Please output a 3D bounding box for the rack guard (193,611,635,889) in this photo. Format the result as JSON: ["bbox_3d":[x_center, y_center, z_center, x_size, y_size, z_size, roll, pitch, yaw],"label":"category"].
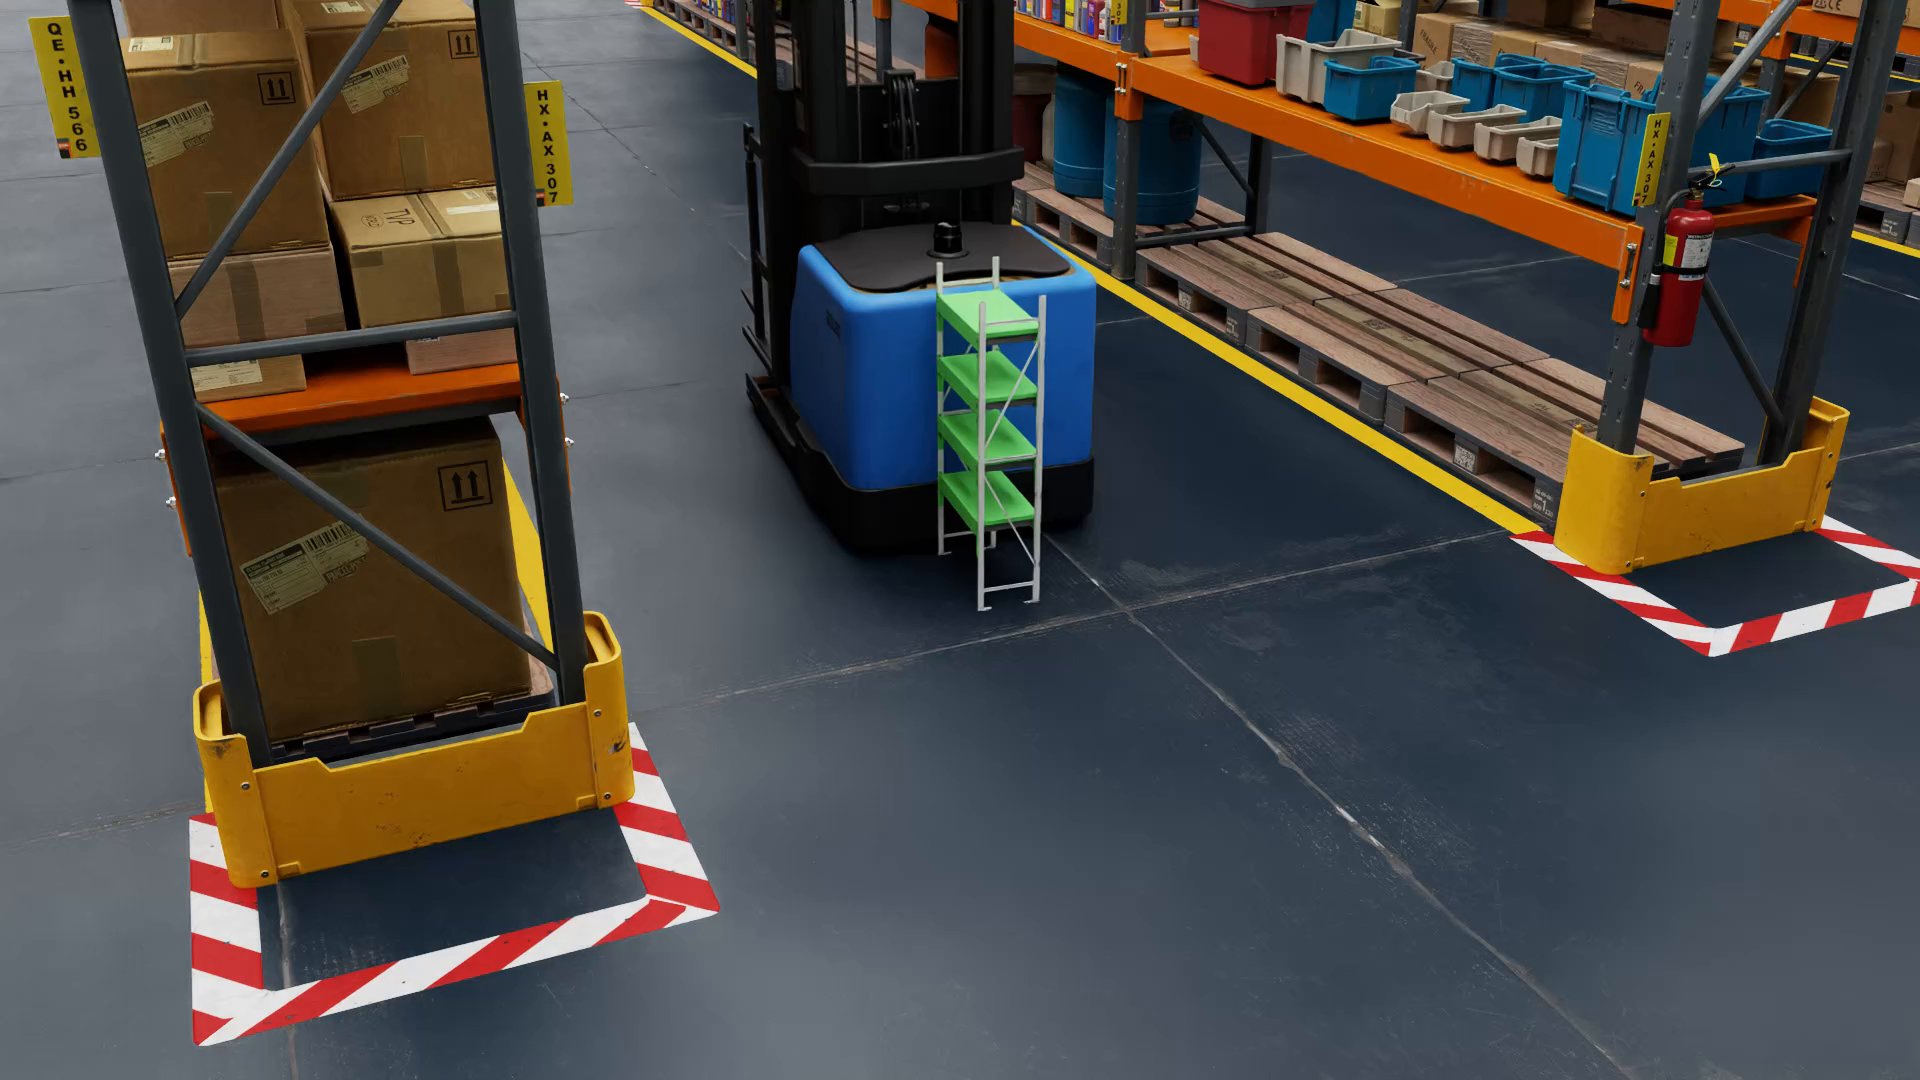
[{"bbox_3d":[-1.591,0.606,4.940,1.175,0.500,0.348,-11,28,-21],"label":"rack guard"}]

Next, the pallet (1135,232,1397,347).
[{"bbox_3d":[1.715,-1.450,9.479,1.003,0.211,1.213,-11,28,-21],"label":"pallet"}]

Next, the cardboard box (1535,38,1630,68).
[{"bbox_3d":[4.910,-3.675,13.207,0.500,0.500,0.500,-12,28,-22],"label":"cardboard box"}]

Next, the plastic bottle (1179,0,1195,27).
[{"bbox_3d":[1.417,-3.337,10.308,0.152,0.276,0.135,-11,28,-21],"label":"plastic bottle"}]

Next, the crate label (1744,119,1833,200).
[{"bbox_3d":[3.164,-1.486,6.498,0.416,0.233,0.303,-11,28,-21],"label":"crate label"}]

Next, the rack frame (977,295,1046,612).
[{"bbox_3d":[0.181,-0.290,5.977,0.240,1.200,0.015,-8,27,-16],"label":"rack frame"}]

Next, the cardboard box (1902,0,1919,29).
[{"bbox_3d":[6.102,-3.429,10.240,0.500,0.500,0.500,-10,28,-20],"label":"cardboard box"}]

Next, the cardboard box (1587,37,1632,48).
[{"bbox_3d":[5.379,-3.775,13.410,0.500,0.500,0.500,-12,28,-23],"label":"cardboard box"}]

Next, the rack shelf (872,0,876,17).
[{"bbox_3d":[-0.959,-5.092,14.580,1.077,0.370,4.000,-11,28,-21],"label":"rack shelf"}]

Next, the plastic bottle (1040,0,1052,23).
[{"bbox_3d":[0.599,-3.392,10.420,0.152,0.276,0.135,-11,28,-21],"label":"plastic bottle"}]

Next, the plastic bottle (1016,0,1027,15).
[{"bbox_3d":[0.455,-3.540,10.723,0.152,0.276,0.135,-11,28,-21],"label":"plastic bottle"}]

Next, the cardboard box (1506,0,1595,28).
[{"bbox_3d":[4.992,-4.510,14.060,0.500,0.250,0.500,-9,28,-19],"label":"cardboard box"}]

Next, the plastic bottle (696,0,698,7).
[{"bbox_3d":[-2.845,-5.950,18.206,0.097,0.201,0.097,0,26,0],"label":"plastic bottle"}]

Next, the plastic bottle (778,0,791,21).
[{"bbox_3d":[-1.809,-5.602,17.323,0.144,0.351,0.185,-11,28,-21],"label":"plastic bottle"}]

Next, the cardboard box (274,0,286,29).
[{"bbox_3d":[-2.548,-2.203,6.820,0.500,0.500,0.500,-10,28,-20],"label":"cardboard box"}]

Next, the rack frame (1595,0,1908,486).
[{"bbox_3d":[2.957,-1.378,6.154,1.000,3.000,0.127,-11,28,-21],"label":"rack frame"}]

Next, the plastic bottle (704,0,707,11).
[{"bbox_3d":[-2.712,-5.845,17.911,0.097,0.271,0.097,0,26,0],"label":"plastic bottle"}]

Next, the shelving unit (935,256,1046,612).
[{"bbox_3d":[0.105,-0.392,6.186,0.258,1.200,0.503,-8,27,-16],"label":"shelving unit"}]

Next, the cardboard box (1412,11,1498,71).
[{"bbox_3d":[4.299,-4.299,14.484,0.500,0.500,0.500,-9,28,-18],"label":"cardboard box"}]

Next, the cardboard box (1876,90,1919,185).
[{"bbox_3d":[6.434,-2.736,11.282,0.500,0.500,0.500,-11,28,-21],"label":"cardboard box"}]

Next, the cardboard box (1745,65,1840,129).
[{"bbox_3d":[5.985,-3.154,12.139,0.500,0.500,0.500,-12,28,-23],"label":"cardboard box"}]

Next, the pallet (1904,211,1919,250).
[{"bbox_3d":[6.700,-1.819,10.235,1.003,0.211,1.213,-11,28,-21],"label":"pallet"}]

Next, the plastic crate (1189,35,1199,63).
[{"bbox_3d":[1.442,-2.689,9.071,0.396,0.136,0.243,-11,28,-21],"label":"plastic crate"}]

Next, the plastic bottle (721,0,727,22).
[{"bbox_3d":[-2.437,-5.546,17.285,0.061,0.283,0.133,-9,27,-17],"label":"plastic bottle"}]

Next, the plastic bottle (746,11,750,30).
[{"bbox_3d":[-2.171,-5.256,16.784,0.097,0.201,0.097,0,26,0],"label":"plastic bottle"}]

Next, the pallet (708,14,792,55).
[{"bbox_3d":[-1.967,-5.248,17.258,1.003,0.211,1.213,-11,28,-21],"label":"pallet"}]

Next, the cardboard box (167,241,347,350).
[{"bbox_3d":[-2.034,-0.744,4.686,0.500,0.250,0.500,-11,28,-21],"label":"cardboard box"}]

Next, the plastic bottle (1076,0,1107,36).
[{"bbox_3d":[0.796,-3.188,10.003,0.152,0.276,0.135,-11,28,-21],"label":"plastic bottle"}]

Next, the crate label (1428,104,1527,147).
[{"bbox_3d":[2.240,-1.813,7.276,0.396,0.136,0.243,-11,28,-21],"label":"crate label"}]

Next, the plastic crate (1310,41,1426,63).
[{"bbox_3d":[2.076,-2.491,8.678,0.437,0.125,0.590,-11,28,-21],"label":"plastic crate"}]

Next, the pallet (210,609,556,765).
[{"bbox_3d":[-1.985,0.417,5.656,1.003,0.211,1.213,-11,28,-21],"label":"pallet"}]

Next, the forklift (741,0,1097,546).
[{"bbox_3d":[-0.396,-1.917,7.336,1.130,2.935,3.031,-8,27,-16],"label":"forklift"}]

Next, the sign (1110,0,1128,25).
[{"bbox_3d":[0.884,-3.024,9.209,0.100,0.325,0.005,-11,28,-21],"label":"sign"}]

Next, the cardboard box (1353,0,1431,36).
[{"bbox_3d":[3.952,-4.832,15.243,0.500,0.311,0.500,-10,28,-19],"label":"cardboard box"}]

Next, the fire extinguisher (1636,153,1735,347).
[{"bbox_3d":[2.598,-1.037,5.968,0.296,0.674,0.183,-11,28,-21],"label":"fire extinguisher"}]

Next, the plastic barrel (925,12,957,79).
[{"bbox_3d":[0.032,-3.627,12.754,0.600,0.830,0.708,-11,28,-21],"label":"plastic barrel"}]

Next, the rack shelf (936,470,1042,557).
[{"bbox_3d":[0.105,-0.119,6.319,0.258,0.148,0.480,-8,27,-16],"label":"rack shelf"}]

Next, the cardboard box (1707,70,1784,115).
[{"bbox_3d":[5.493,-3.067,11.960,0.500,0.500,0.500,-11,28,-21],"label":"cardboard box"}]

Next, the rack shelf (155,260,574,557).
[{"bbox_3d":[-2.383,-1.011,6.223,1.077,0.370,4.000,-11,28,-21],"label":"rack shelf"}]

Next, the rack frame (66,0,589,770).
[{"bbox_3d":[-1.600,-0.527,4.411,1.000,3.000,0.127,-11,28,-21],"label":"rack frame"}]

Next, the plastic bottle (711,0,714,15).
[{"bbox_3d":[-2.593,-5.691,17.674,0.097,0.201,0.097,0,26,0],"label":"plastic bottle"}]

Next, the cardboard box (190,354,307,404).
[{"bbox_3d":[-2.042,-0.502,4.645,0.380,0.149,0.250,-10,28,-20],"label":"cardboard box"}]

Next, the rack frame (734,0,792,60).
[{"bbox_3d":[-1.742,-6.223,16.076,1.000,3.000,0.127,-11,28,-21],"label":"rack frame"}]

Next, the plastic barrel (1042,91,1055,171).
[{"bbox_3d":[0.777,-2.816,11.455,0.421,0.512,0.421,0,26,0],"label":"plastic barrel"}]

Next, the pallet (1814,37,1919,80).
[{"bbox_3d":[9.180,-4.726,16.189,1.003,0.211,1.213,-11,28,-21],"label":"pallet"}]

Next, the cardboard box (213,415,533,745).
[{"bbox_3d":[-1.924,-0.006,5.286,0.875,0.875,0.875,-11,28,-21],"label":"cardboard box"}]

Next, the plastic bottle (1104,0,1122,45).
[{"bbox_3d":[0.939,-3.041,9.701,0.152,0.276,0.135,-11,28,-21],"label":"plastic bottle"}]

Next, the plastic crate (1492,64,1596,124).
[{"bbox_3d":[2.648,-2.018,7.586,0.416,0.233,0.300,-11,28,-21],"label":"plastic crate"}]

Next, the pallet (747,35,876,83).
[{"bbox_3d":[-1.399,-4.659,16.052,1.003,0.211,1.213,-11,28,-21],"label":"pallet"}]
